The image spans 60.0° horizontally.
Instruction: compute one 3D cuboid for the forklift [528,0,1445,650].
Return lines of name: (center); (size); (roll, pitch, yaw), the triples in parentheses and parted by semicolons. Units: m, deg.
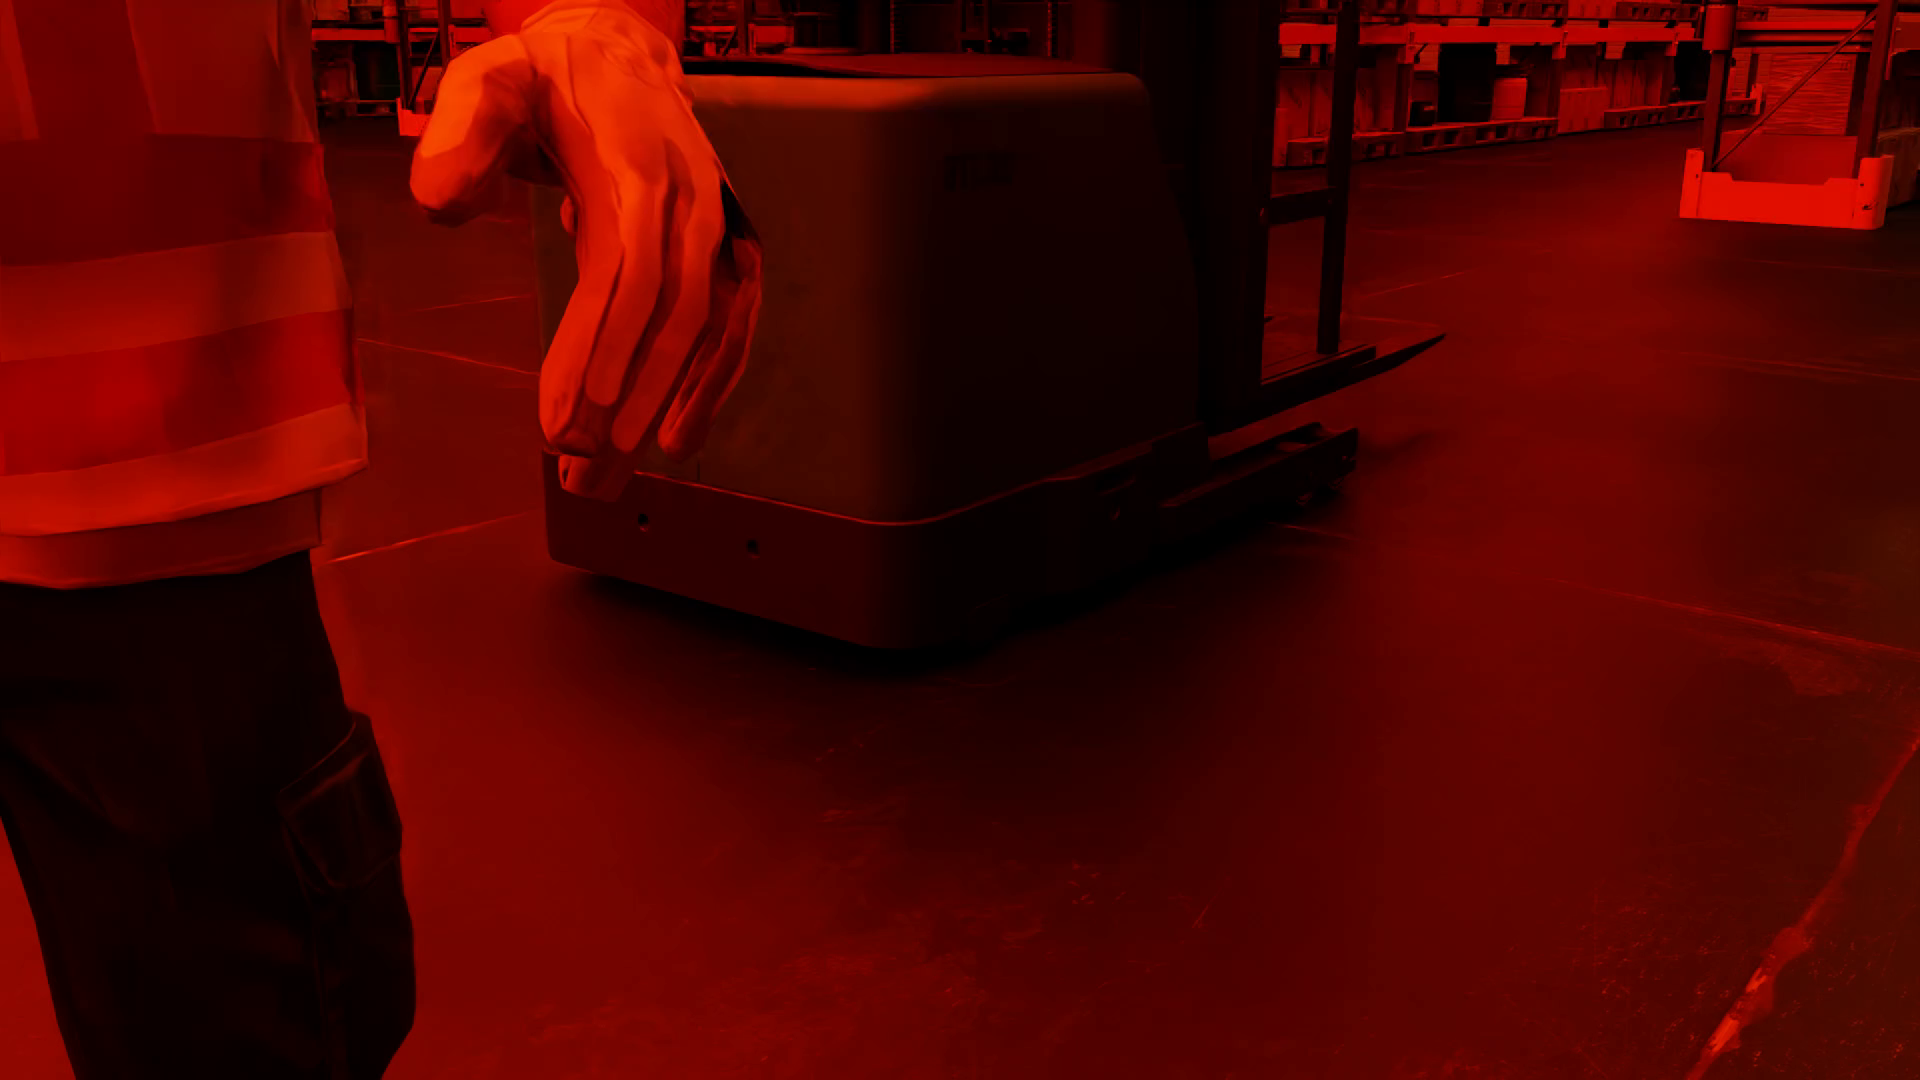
forklift: (0.393, -1.564, 4.048); (1.130, 2.935, 3.031); (12, 21, 35)
